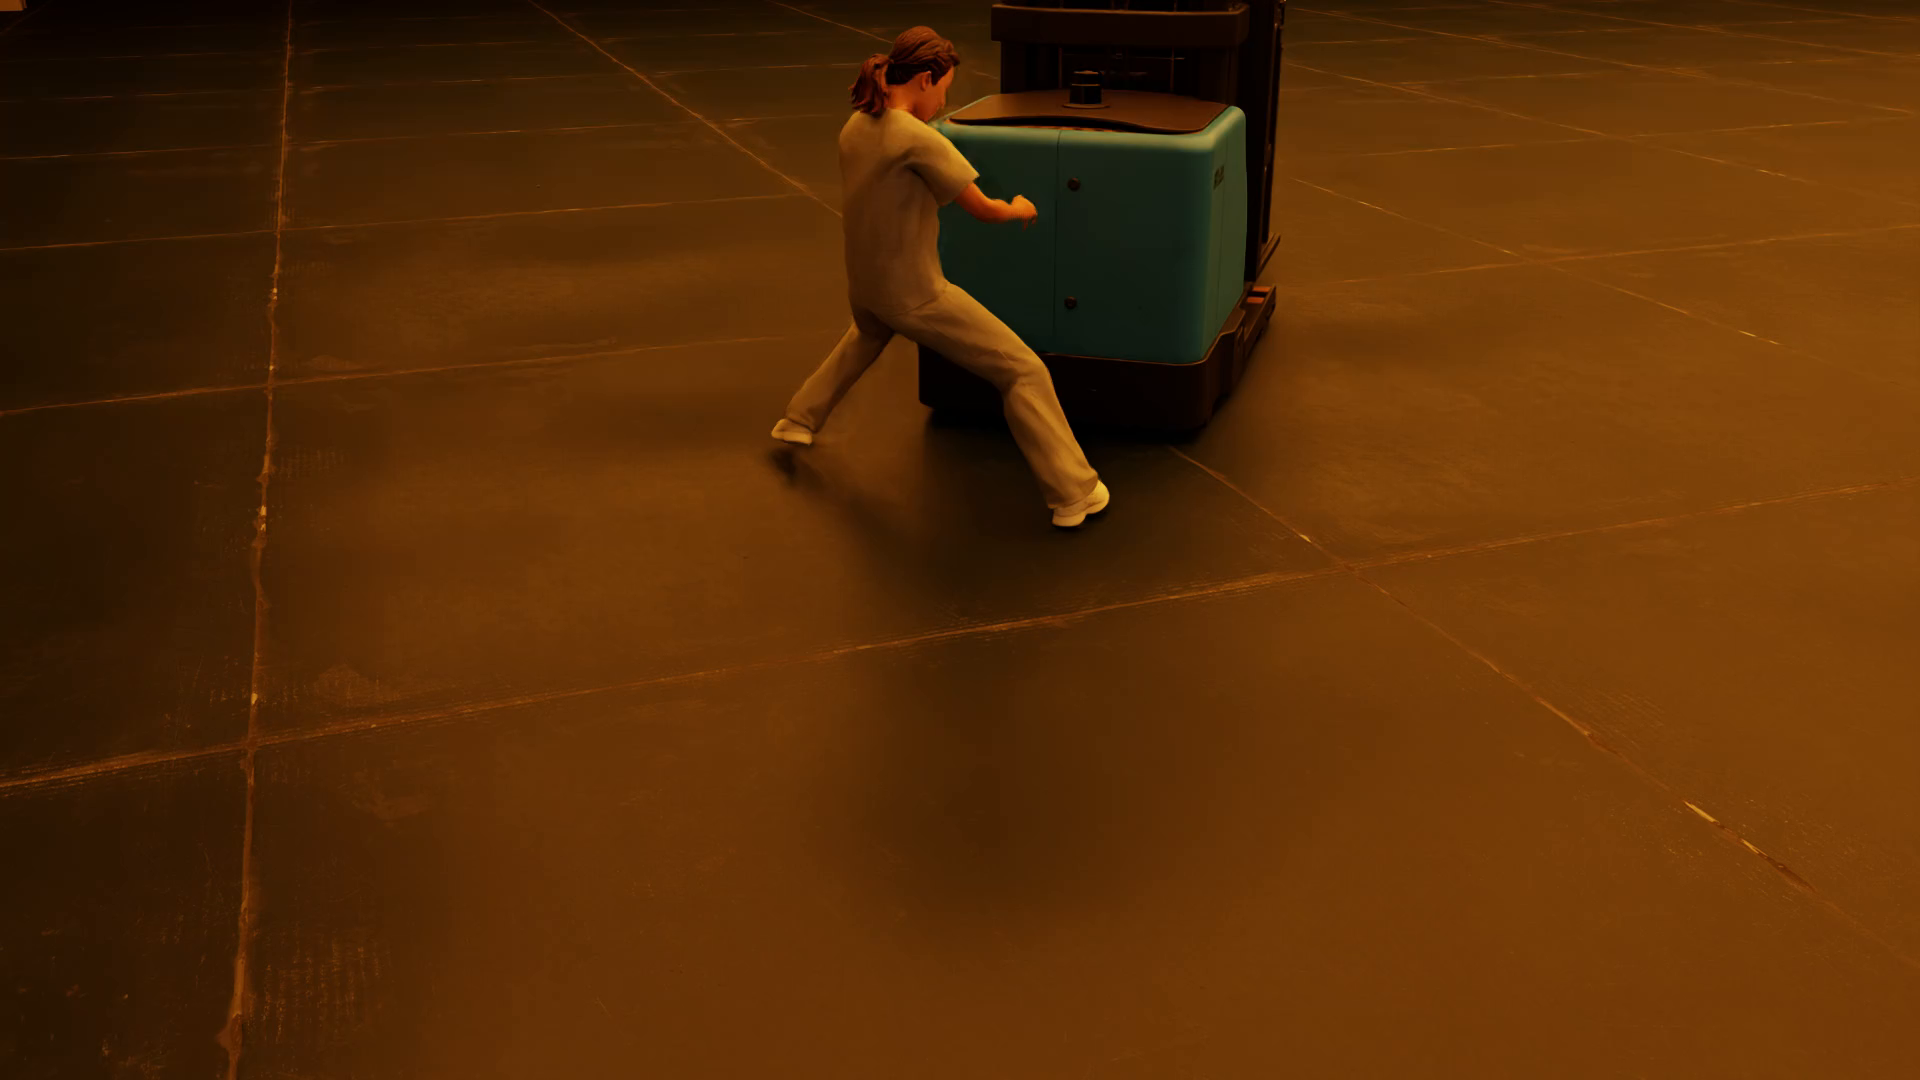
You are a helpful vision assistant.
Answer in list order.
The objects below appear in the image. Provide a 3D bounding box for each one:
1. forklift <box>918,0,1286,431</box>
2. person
[{"bbox_3d":[0.771,-2.275,6.707,1.130,2.935,3.031,7,24,16],"label":"forklift"},{"bbox_3d":[-0.086,-0.877,5.272,0.678,1.461,1.243,-16,28,-33],"label":"person"}]
